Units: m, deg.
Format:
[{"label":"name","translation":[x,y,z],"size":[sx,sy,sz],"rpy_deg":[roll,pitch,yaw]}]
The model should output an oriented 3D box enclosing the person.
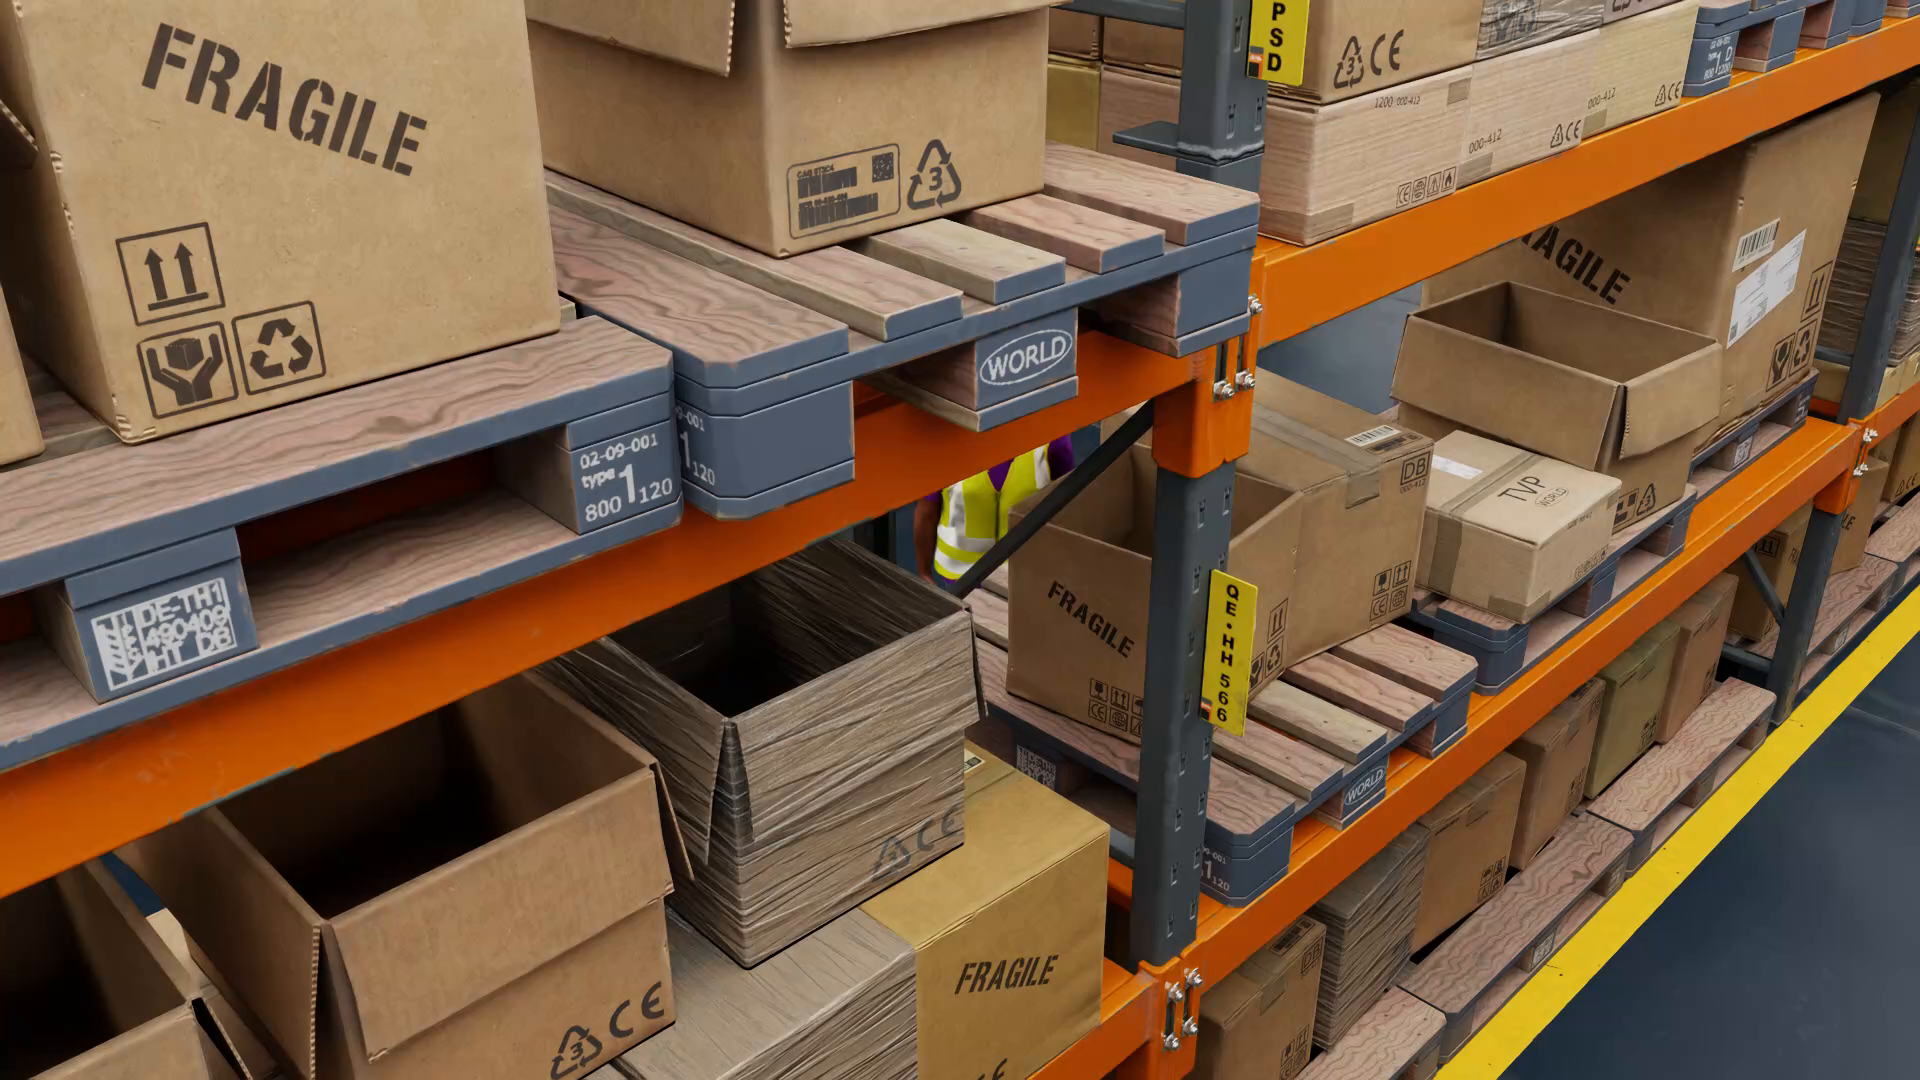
[{"label":"person","translation":[0.133,0.141,5.853],"size":[0.590,1.809,0.414],"rpy_deg":[0,28,0]}]
